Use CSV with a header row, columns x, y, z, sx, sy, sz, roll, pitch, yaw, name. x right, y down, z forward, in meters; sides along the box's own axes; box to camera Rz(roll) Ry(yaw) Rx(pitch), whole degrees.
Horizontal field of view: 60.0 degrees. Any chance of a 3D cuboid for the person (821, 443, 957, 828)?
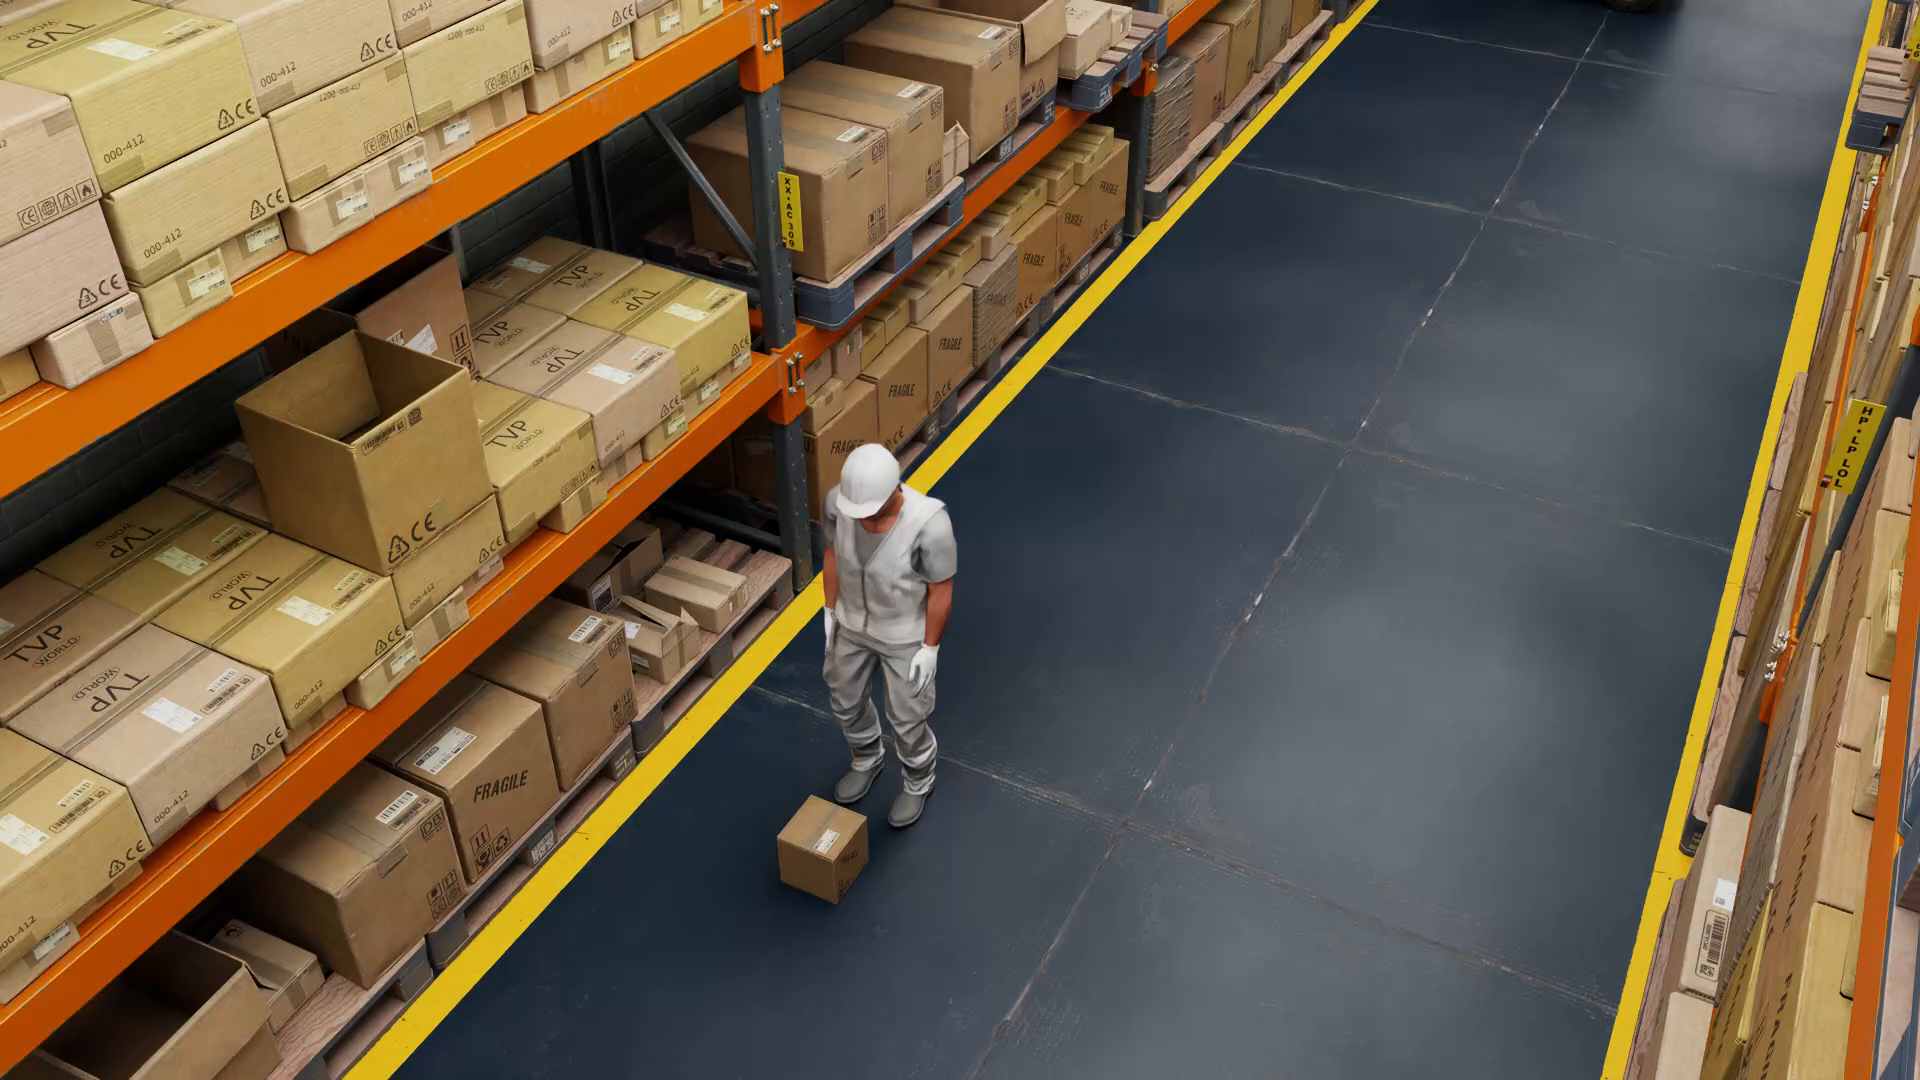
x,y,z,sx,sy,sz,roll,pitch,yaw,name
-0.280,0.350,6.209,0.538,1.751,0.428,19,41,22,person
